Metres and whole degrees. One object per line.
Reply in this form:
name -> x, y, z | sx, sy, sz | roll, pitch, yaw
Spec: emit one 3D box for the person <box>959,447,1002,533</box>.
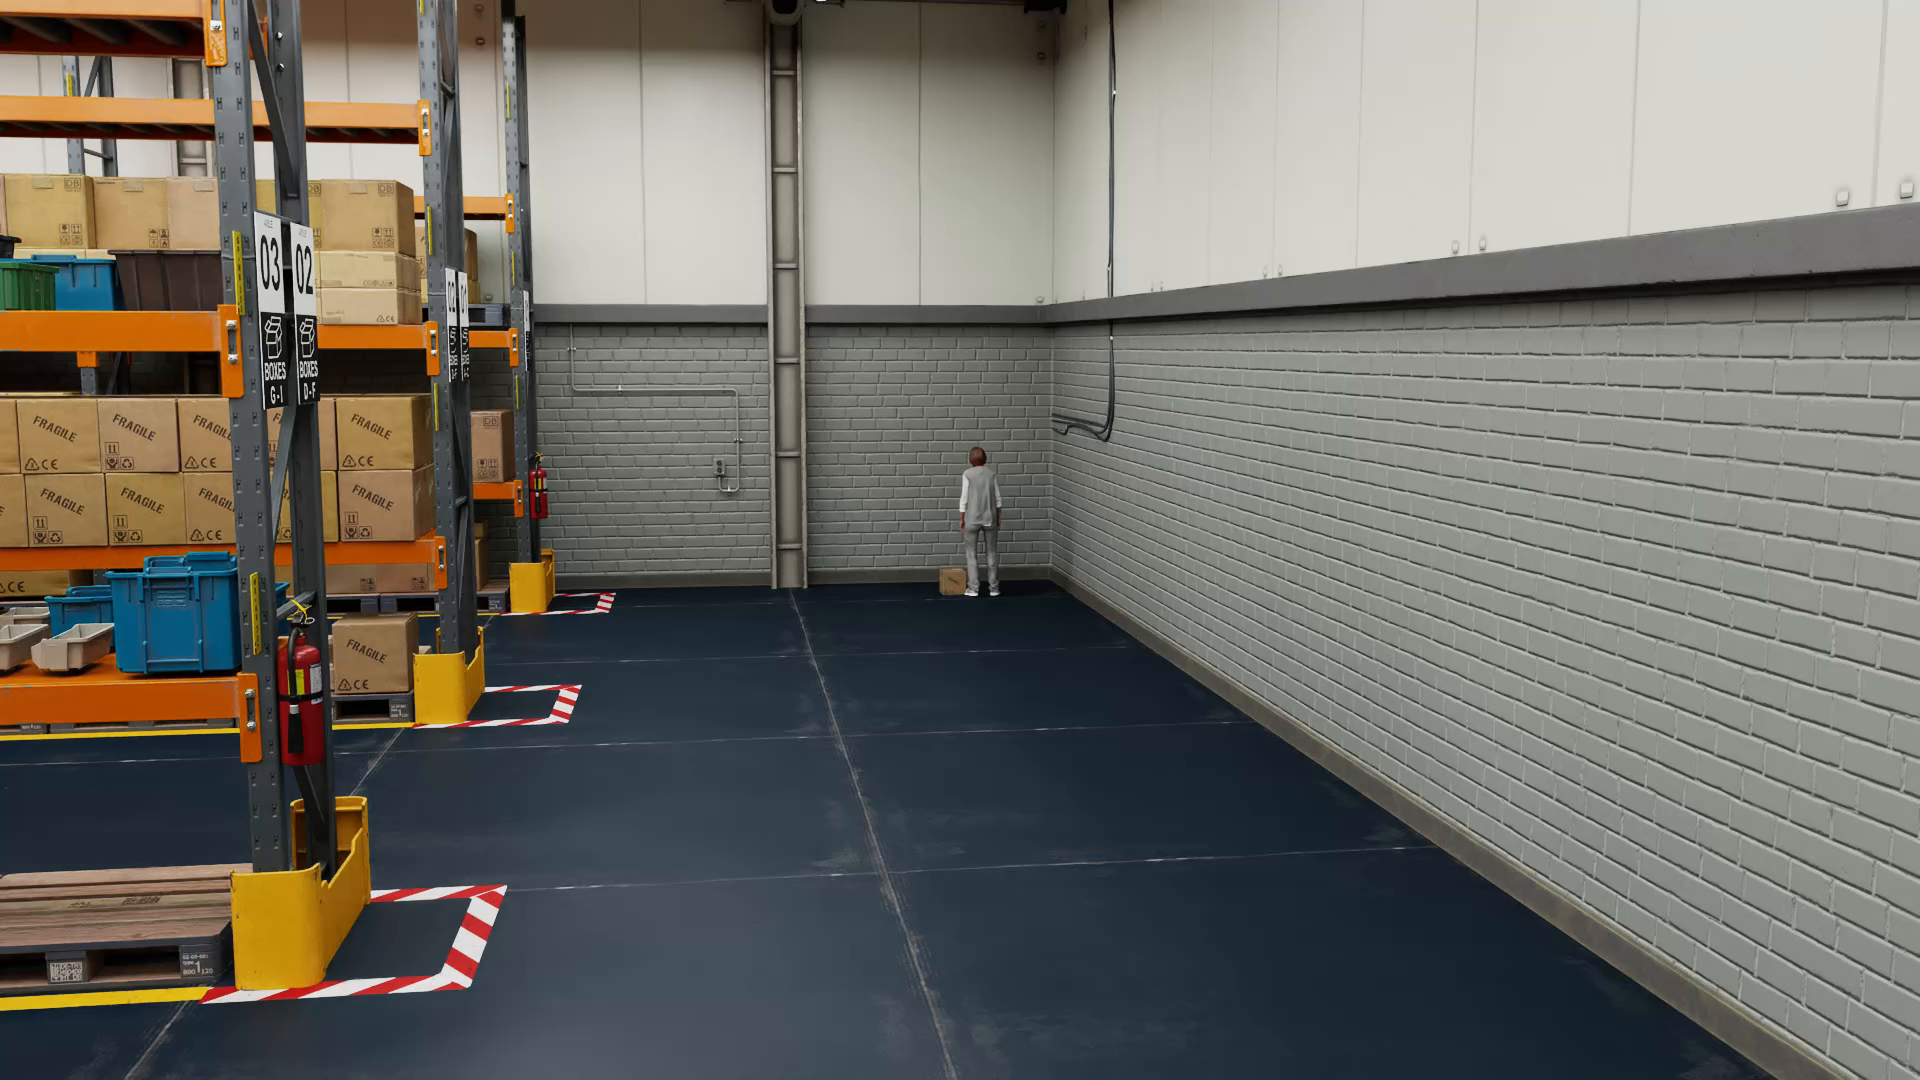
person -> 0.211, -0.530, 17.645 | 0.458, 0.912, 0.330 | -1, 7, -11
